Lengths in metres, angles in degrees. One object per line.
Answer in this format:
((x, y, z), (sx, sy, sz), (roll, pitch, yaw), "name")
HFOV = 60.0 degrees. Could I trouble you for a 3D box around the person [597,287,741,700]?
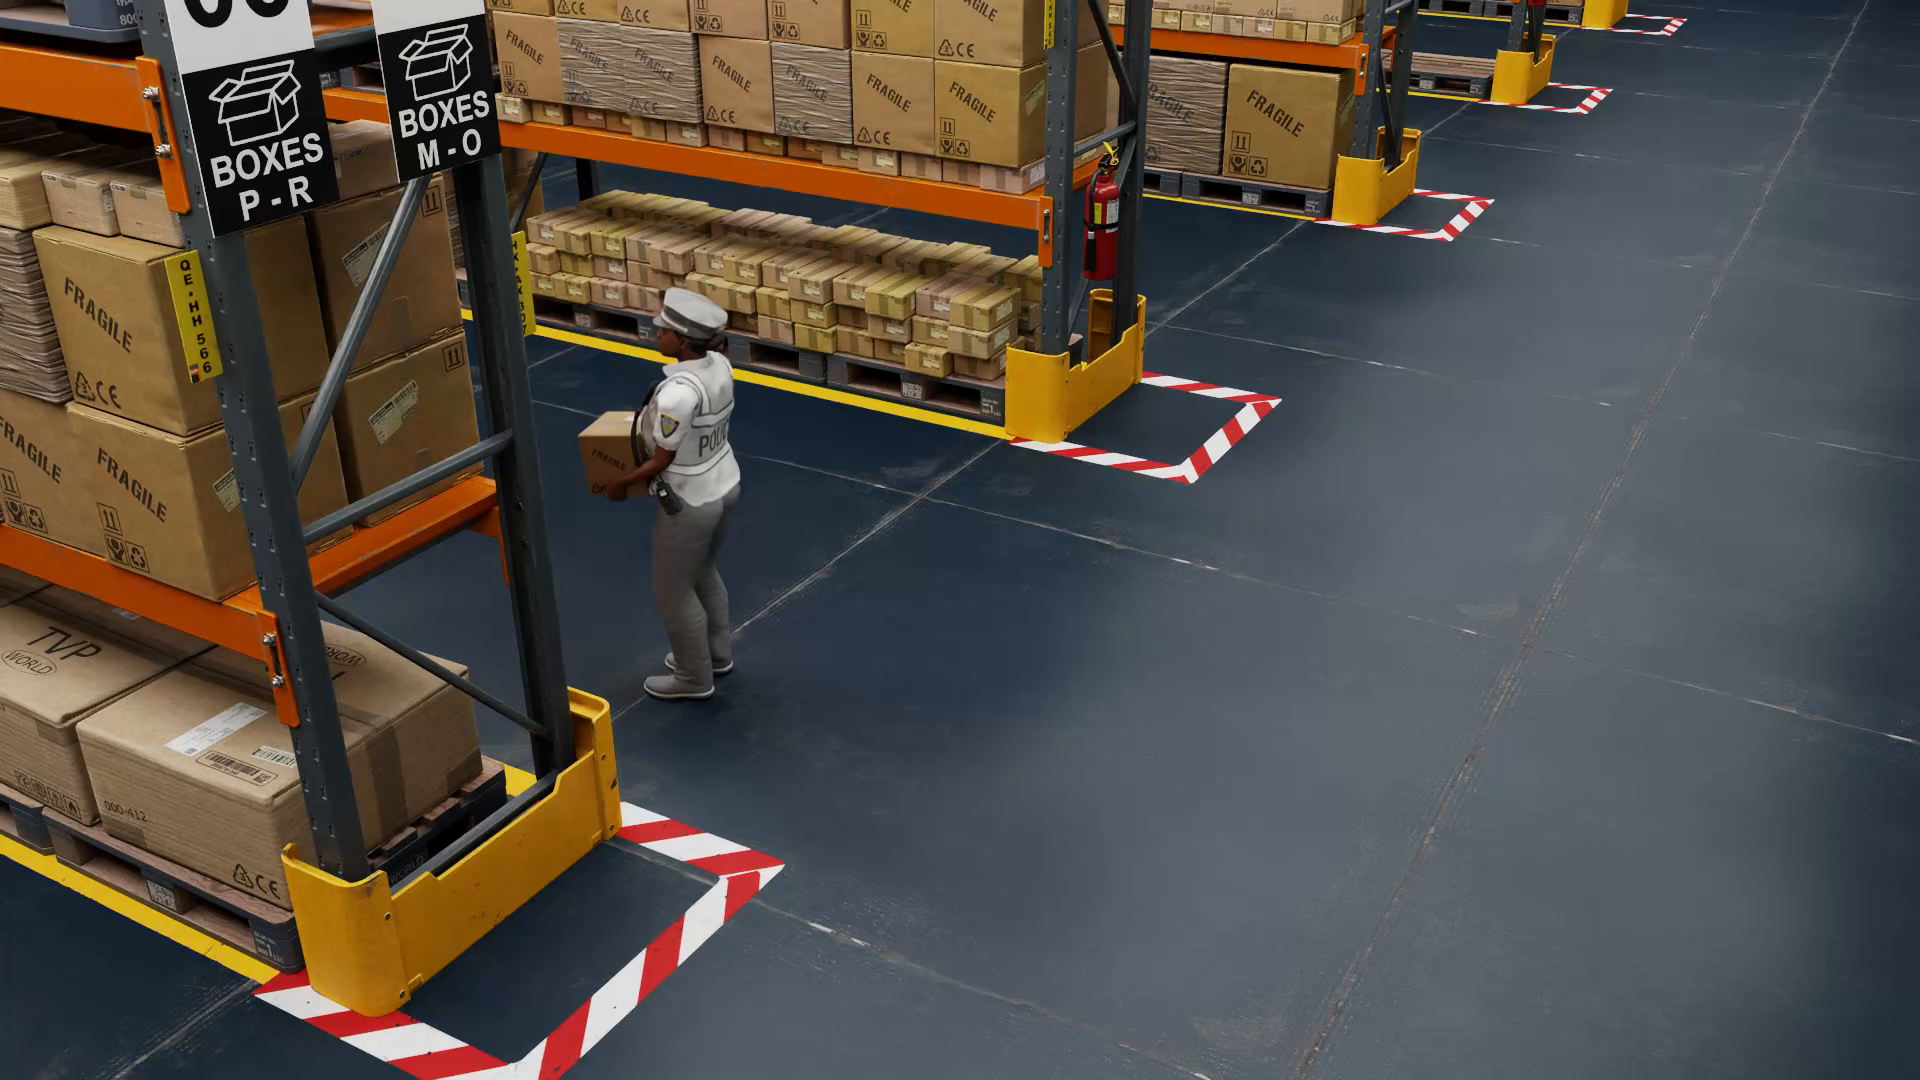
((-1.102, -0.174, 6.437), (0.522, 1.689, 0.451), (7, 28, 14), "person")
